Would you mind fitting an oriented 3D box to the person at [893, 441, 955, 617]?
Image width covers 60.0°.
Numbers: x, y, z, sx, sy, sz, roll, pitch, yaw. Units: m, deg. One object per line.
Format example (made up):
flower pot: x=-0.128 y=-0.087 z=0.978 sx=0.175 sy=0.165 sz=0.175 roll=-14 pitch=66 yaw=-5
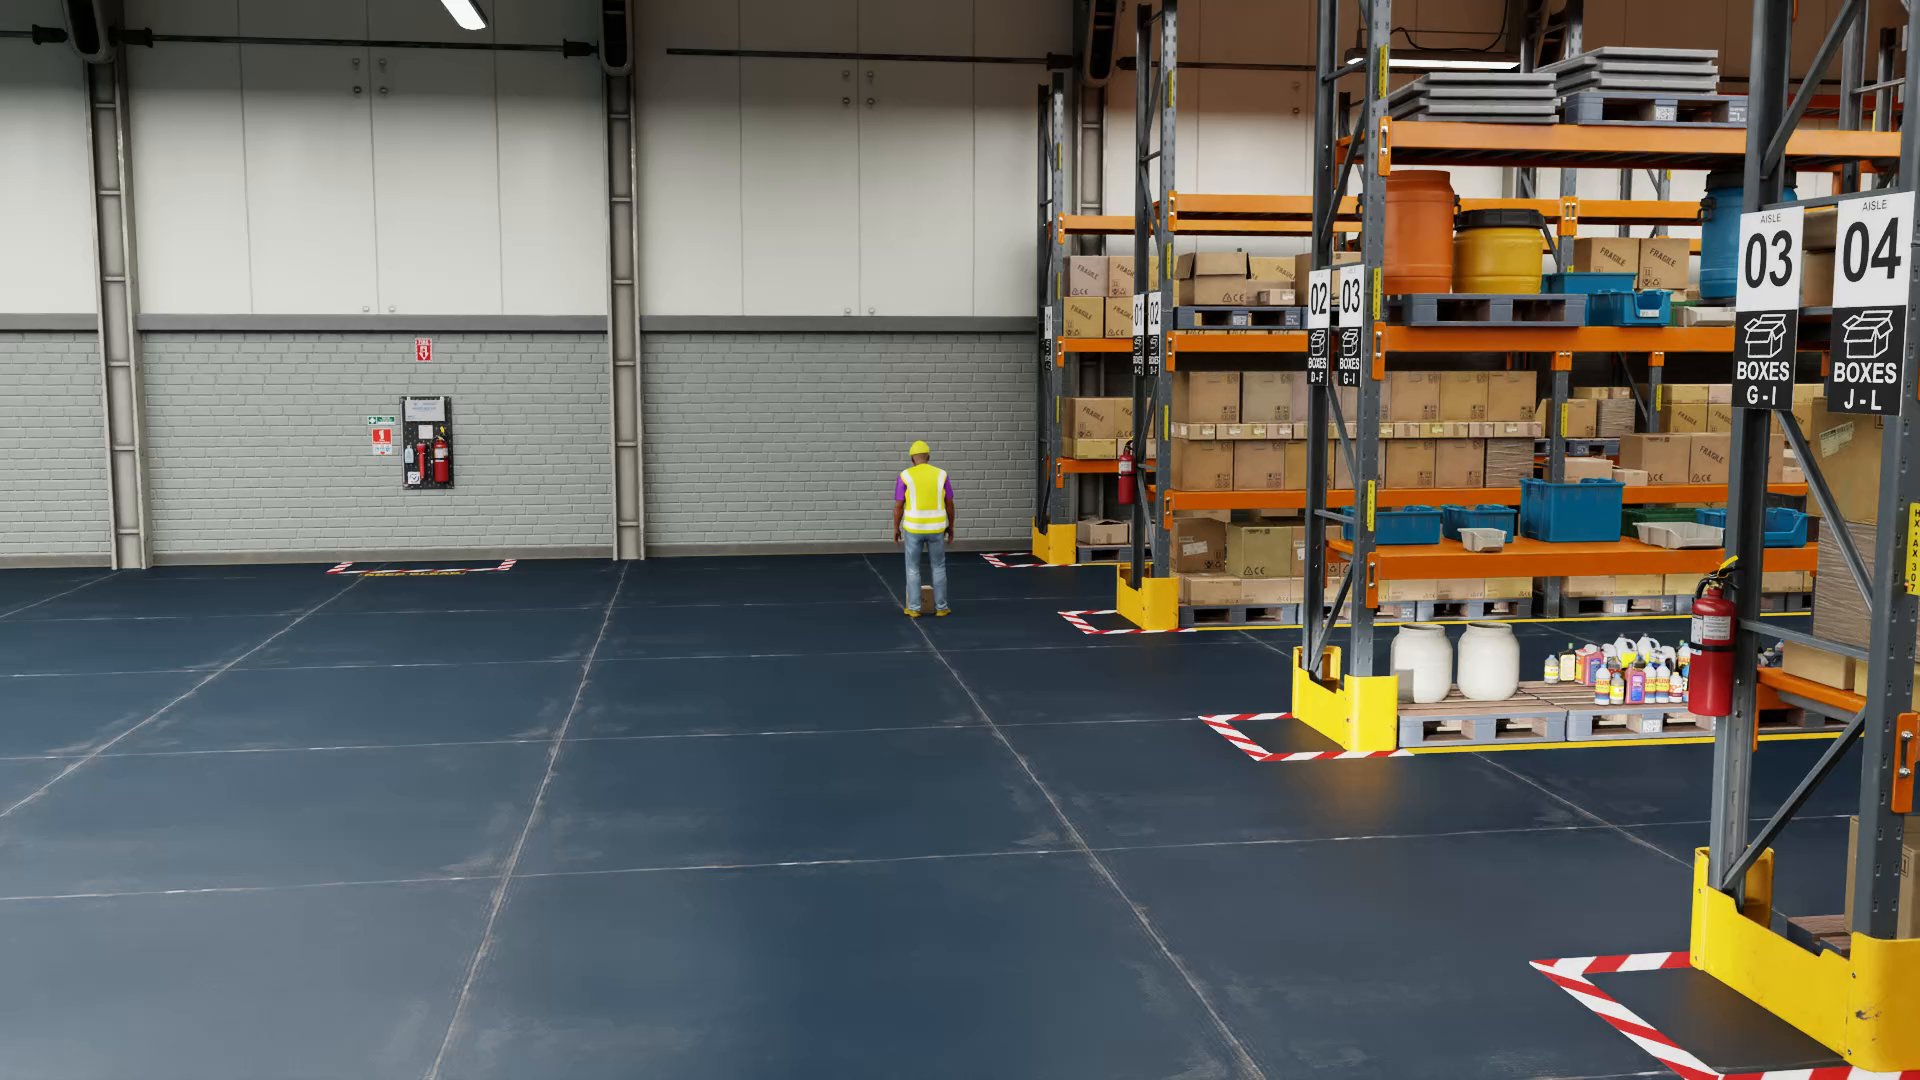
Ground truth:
person: x=-0.364 y=-0.114 z=16.663 sx=0.627 sy=1.755 sz=0.462 roll=-1 pitch=7 yaw=-12
